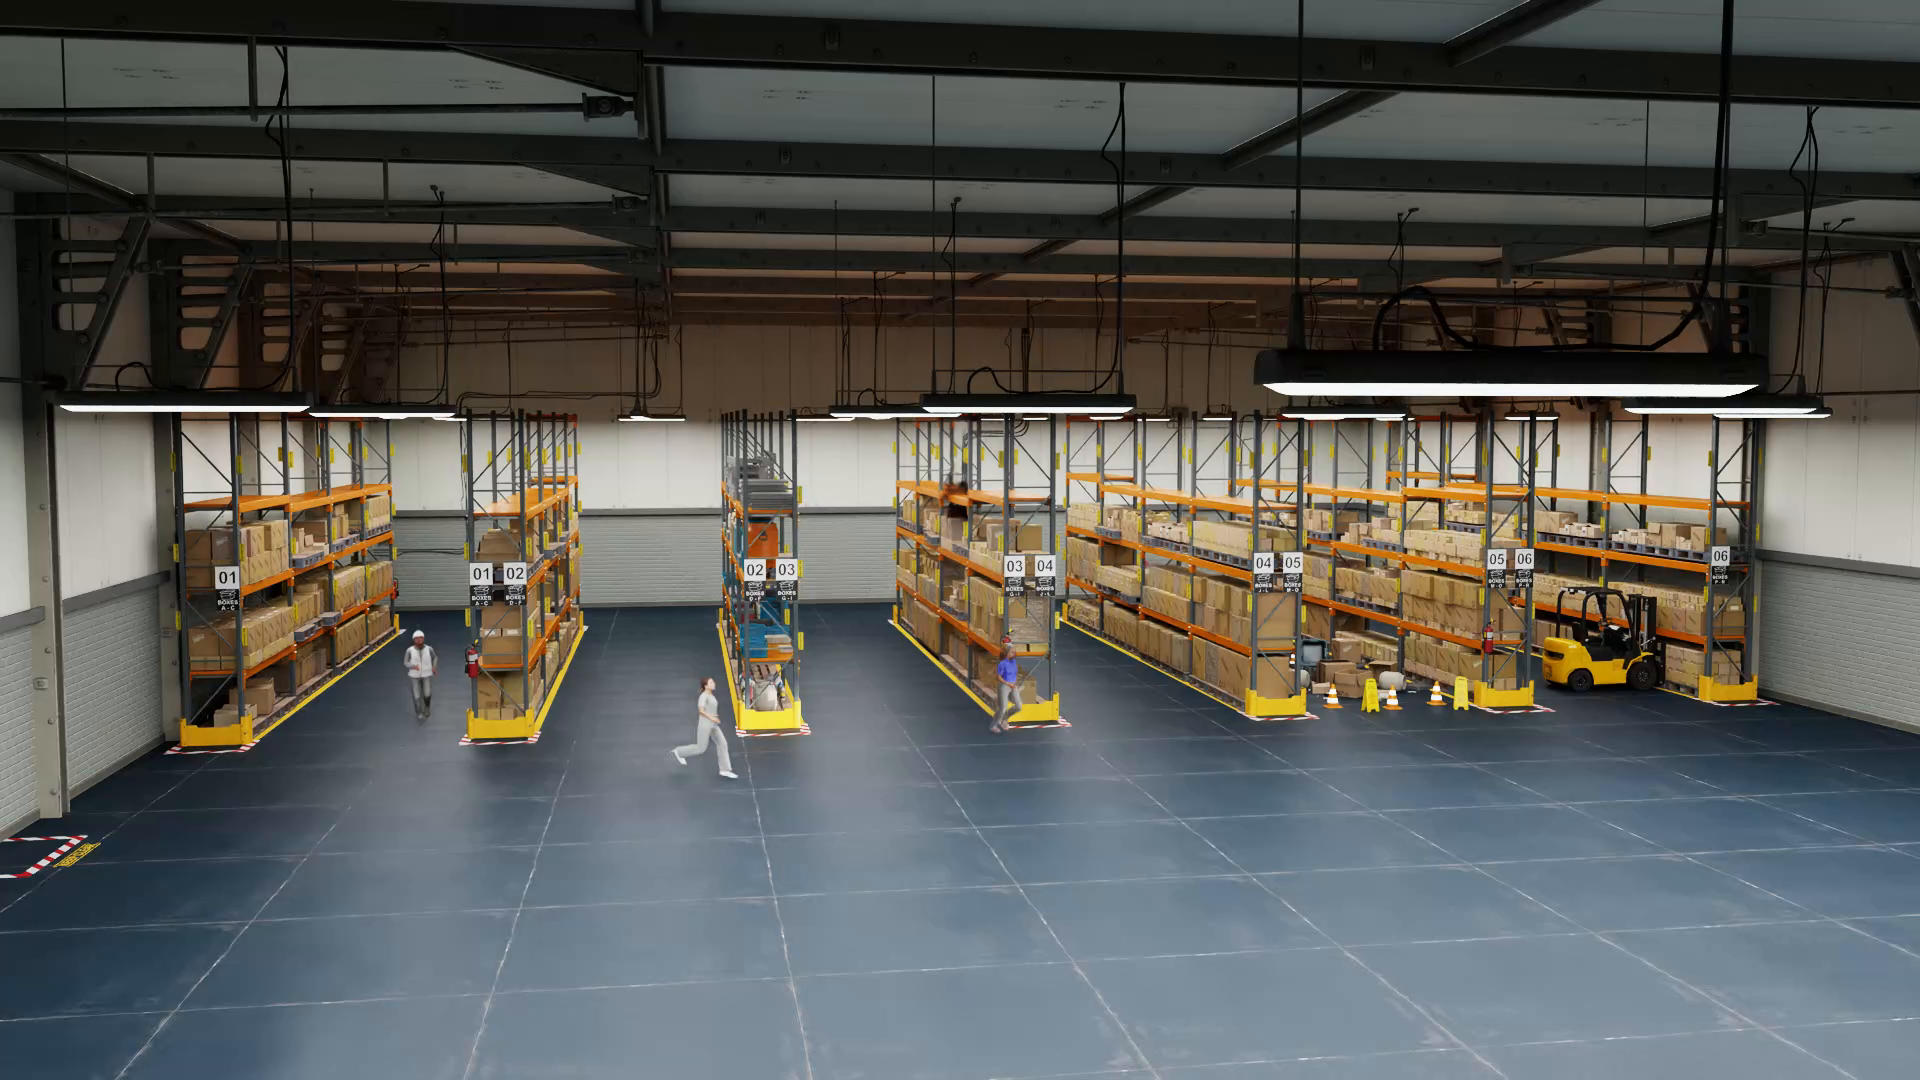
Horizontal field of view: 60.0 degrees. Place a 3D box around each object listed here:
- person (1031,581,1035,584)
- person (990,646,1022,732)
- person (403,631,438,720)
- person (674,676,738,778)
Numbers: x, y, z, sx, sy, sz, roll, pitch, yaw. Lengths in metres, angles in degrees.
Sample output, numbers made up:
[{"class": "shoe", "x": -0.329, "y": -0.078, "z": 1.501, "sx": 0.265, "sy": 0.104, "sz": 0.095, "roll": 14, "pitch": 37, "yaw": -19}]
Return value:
[{"class": "person", "x": 2.047, "y": 1.528, "z": 47.852, "sx": 0.688, "sy": 1.767, "sz": 0.799, "roll": -1, "pitch": 4, "yaw": -16}, {"class": "person", "x": 0.912, "y": 2.764, "z": 30.818, "sx": 0.614, "sy": 1.601, "sz": 0.608, "roll": -4, "pitch": 5, "yaw": -42}, {"class": "person", "x": -10.367, "y": 2.616, "z": 31.997, "sx": 0.643, "sy": 1.732, "sz": 0.603, "roll": -2, "pitch": 4, "yaw": -21}, {"class": "person", "x": -4.129, "y": 3.044, "z": 26.982, "sx": 1.073, "sy": 1.646, "sz": 0.540, "roll": 1, "pitch": 4, "yaw": 15}]
